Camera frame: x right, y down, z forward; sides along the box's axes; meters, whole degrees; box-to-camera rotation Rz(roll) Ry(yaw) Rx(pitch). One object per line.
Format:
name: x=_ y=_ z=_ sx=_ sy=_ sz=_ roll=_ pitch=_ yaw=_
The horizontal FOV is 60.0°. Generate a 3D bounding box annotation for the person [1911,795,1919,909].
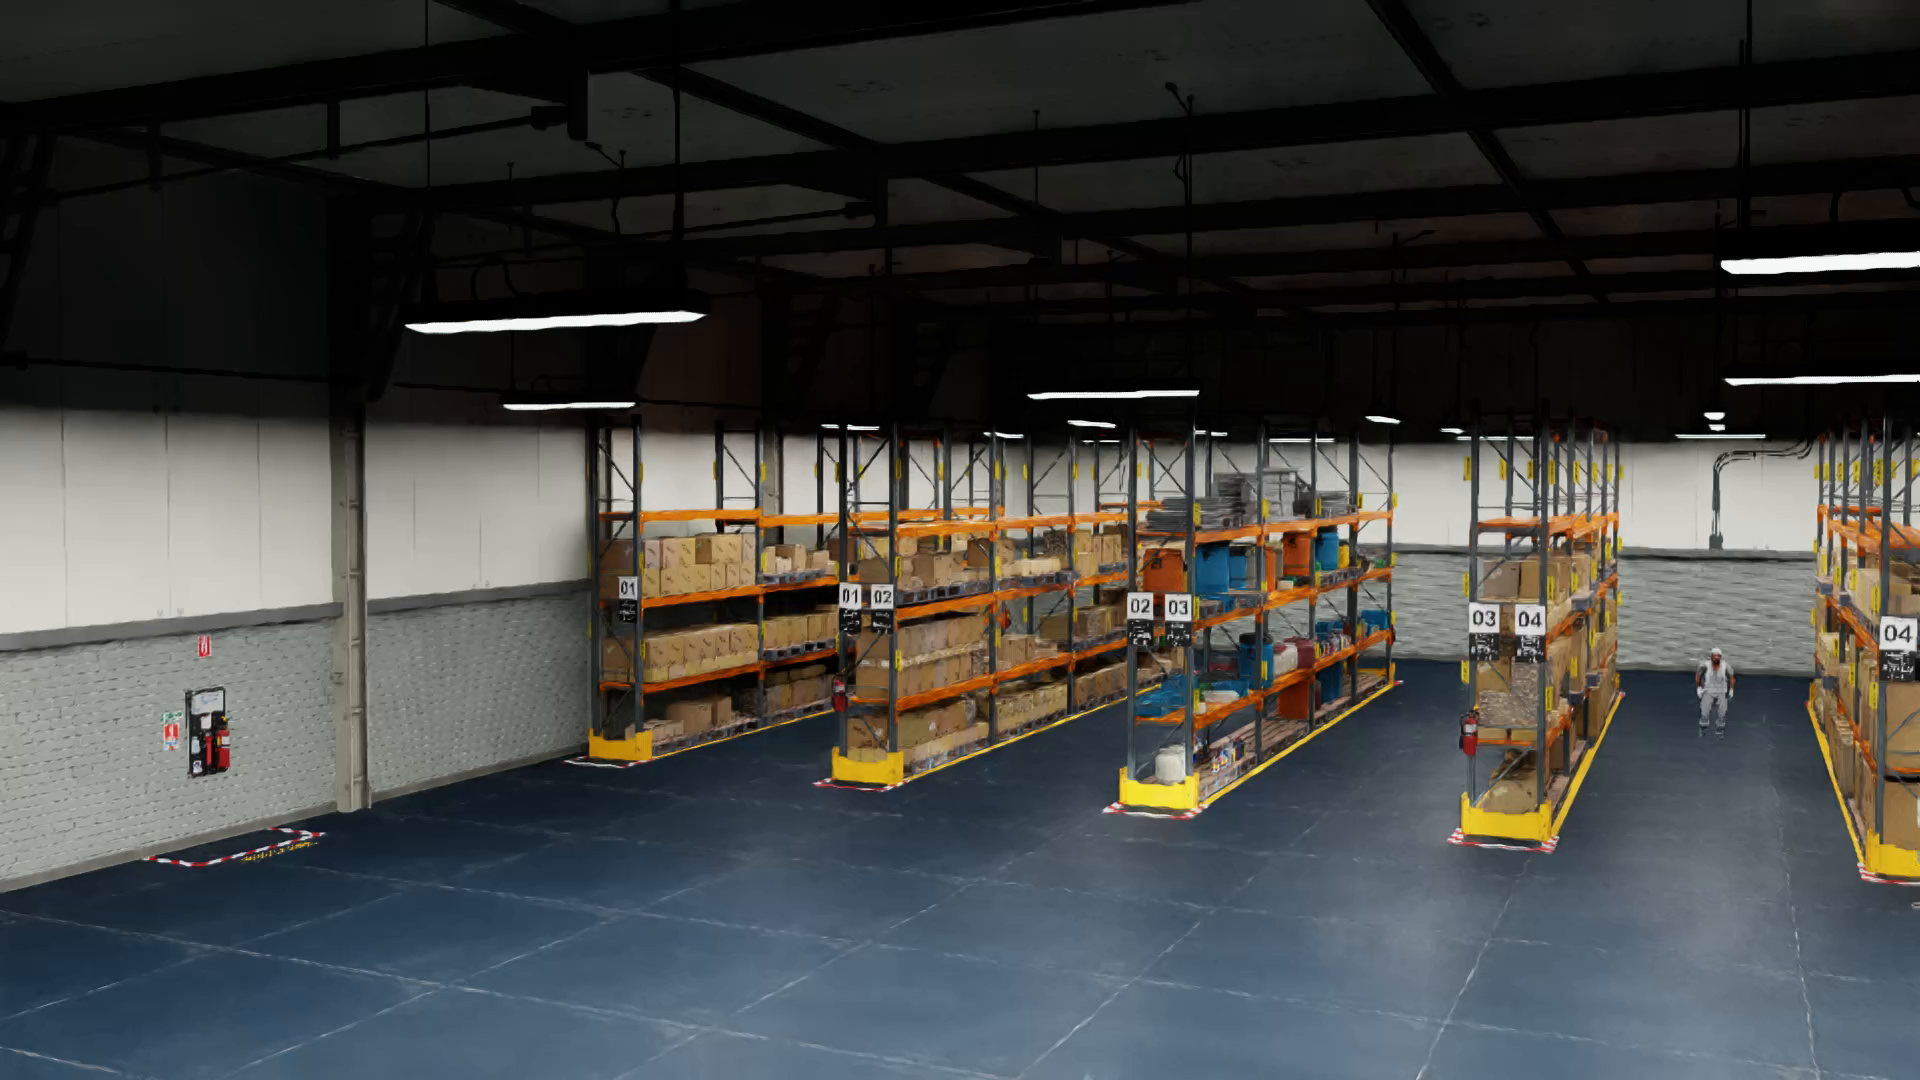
person: x=11.206 y=3.355 z=18.913 sx=0.554 sy=1.750 sz=0.653 roll=0 pitch=2 yaw=-2

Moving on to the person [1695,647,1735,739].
person: x=14.121 y=2.859 z=31.115 sx=0.677 sy=1.742 sz=0.552 roll=1 pitch=3 yaw=23

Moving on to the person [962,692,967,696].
person: x=0.024 y=2.724 z=34.277 sx=0.598 sy=1.698 sz=1.194 roll=1 pitch=3 yaw=27

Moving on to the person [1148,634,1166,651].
person: x=5.118 y=2.325 z=43.530 sx=0.737 sy=1.779 sz=0.526 roll=-1 pitch=2 yaw=-16
